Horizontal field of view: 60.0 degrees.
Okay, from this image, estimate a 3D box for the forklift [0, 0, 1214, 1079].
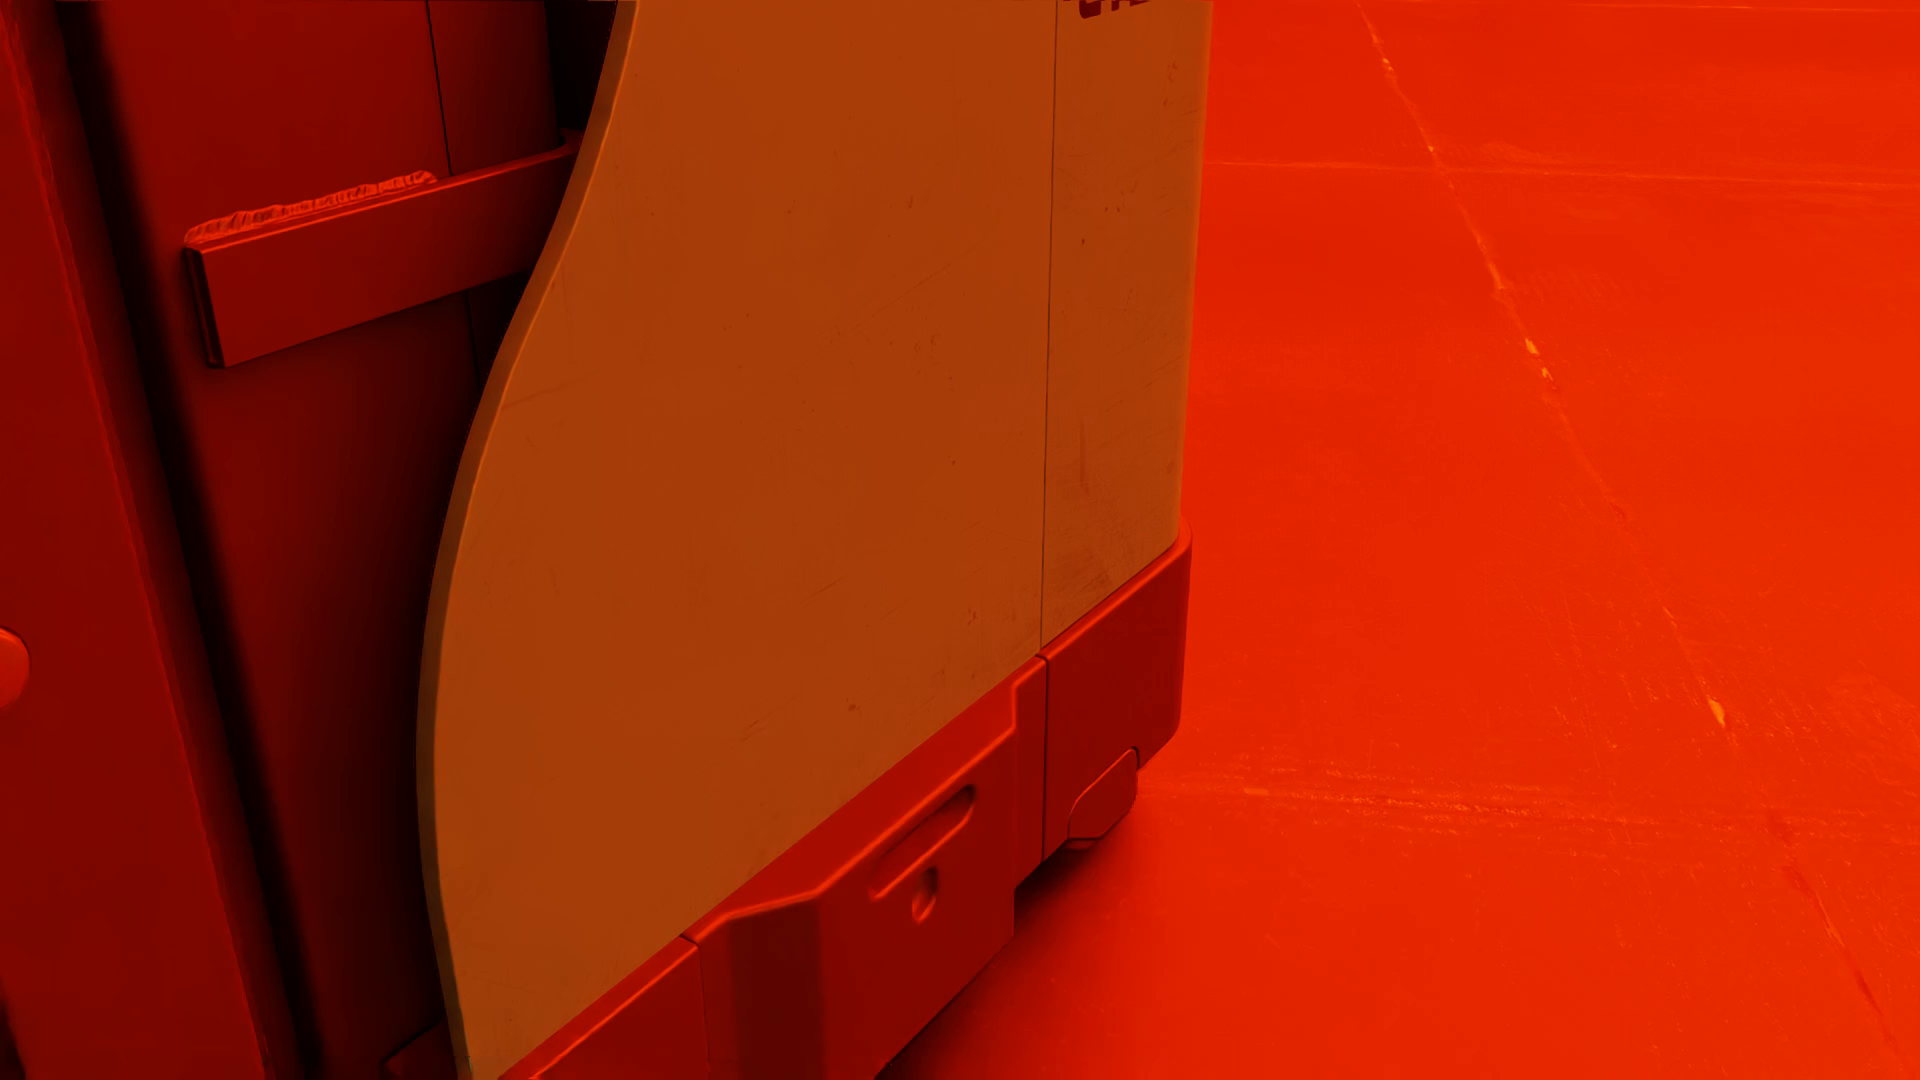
[{"bbox_3d":[-0.992,-0.634,0.487,1.130,2.935,3.031,17,31,30],"label":"forklift"}]
